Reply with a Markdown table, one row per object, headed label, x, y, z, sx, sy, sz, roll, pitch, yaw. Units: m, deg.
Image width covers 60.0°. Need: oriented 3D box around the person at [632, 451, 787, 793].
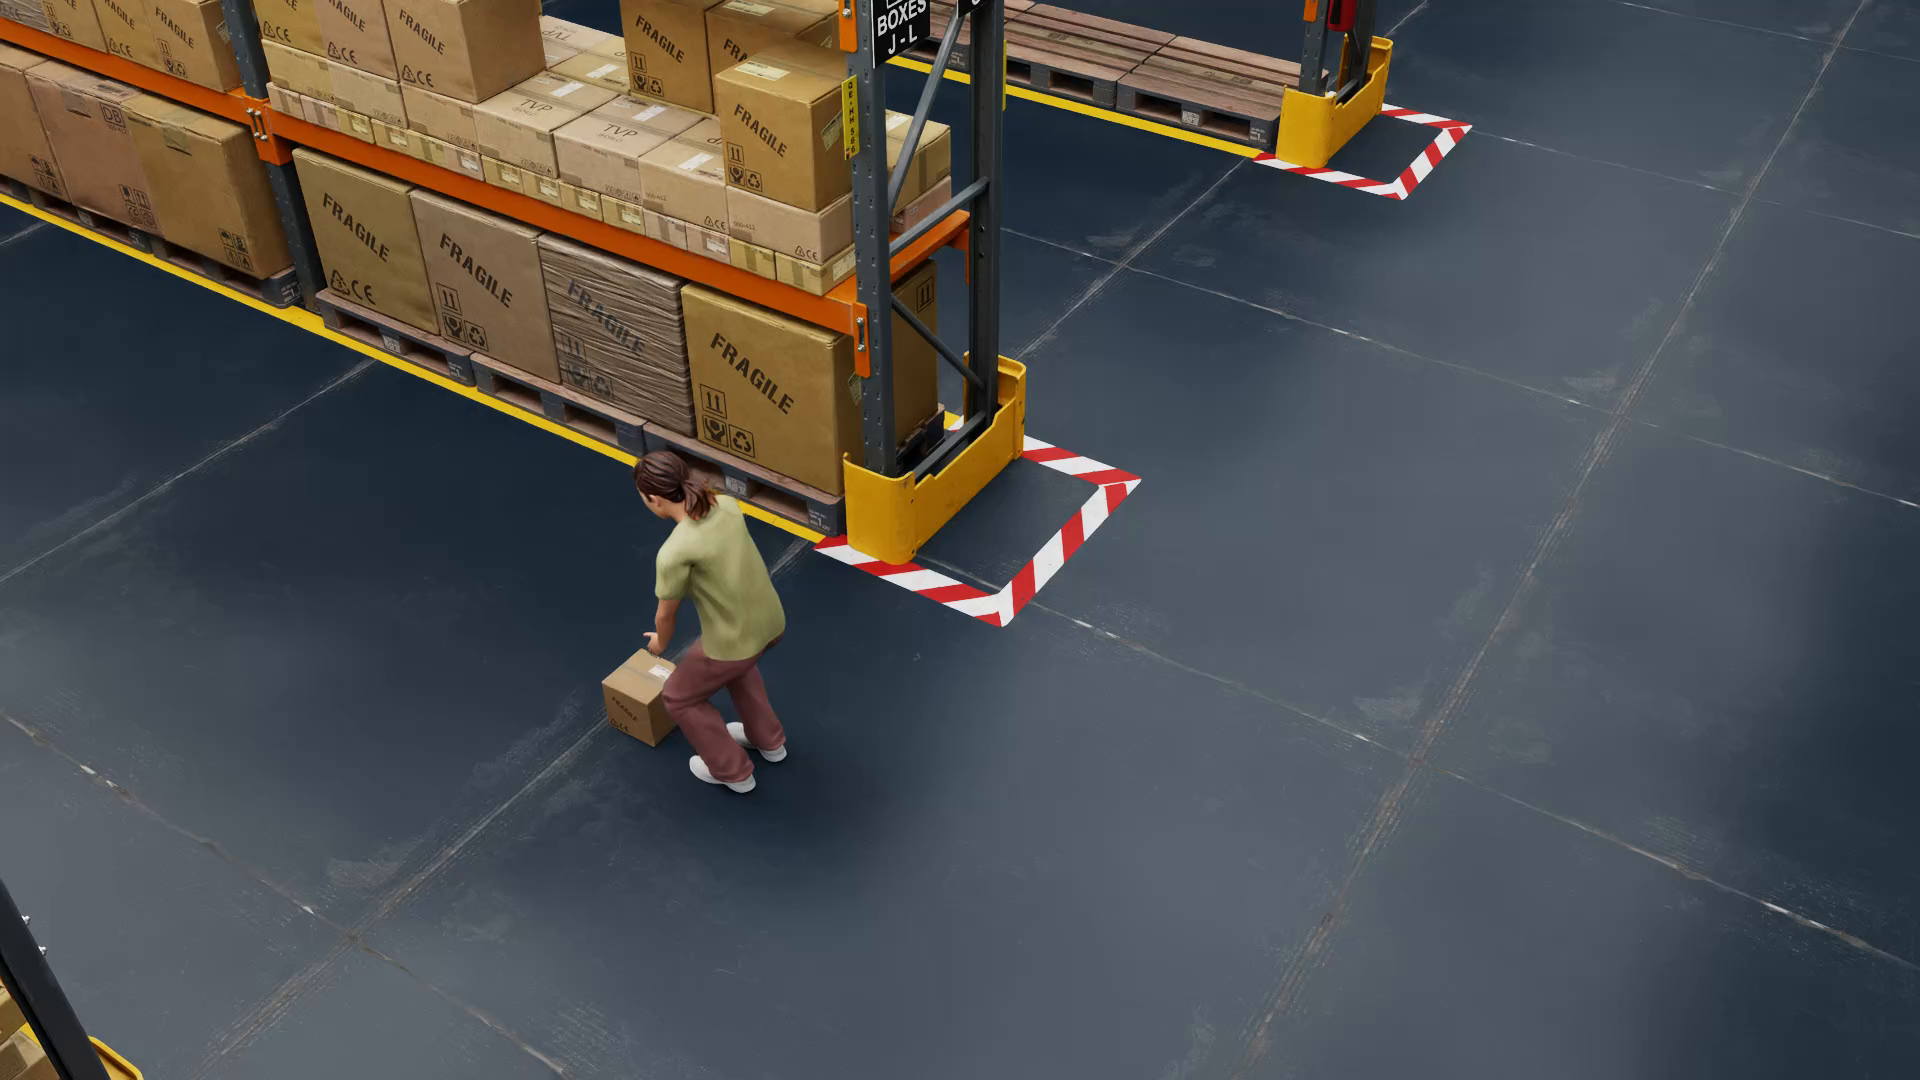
| label | x | y | z | sx | sy | sz | roll | pitch | yaw |
| --- | --- | --- | --- | --- | --- | --- | --- | --- | --- |
| person | -0.955 | 0.336 | 6.395 | 0.533 | 1.515 | 0.498 | 22 | 44 | 25 |
